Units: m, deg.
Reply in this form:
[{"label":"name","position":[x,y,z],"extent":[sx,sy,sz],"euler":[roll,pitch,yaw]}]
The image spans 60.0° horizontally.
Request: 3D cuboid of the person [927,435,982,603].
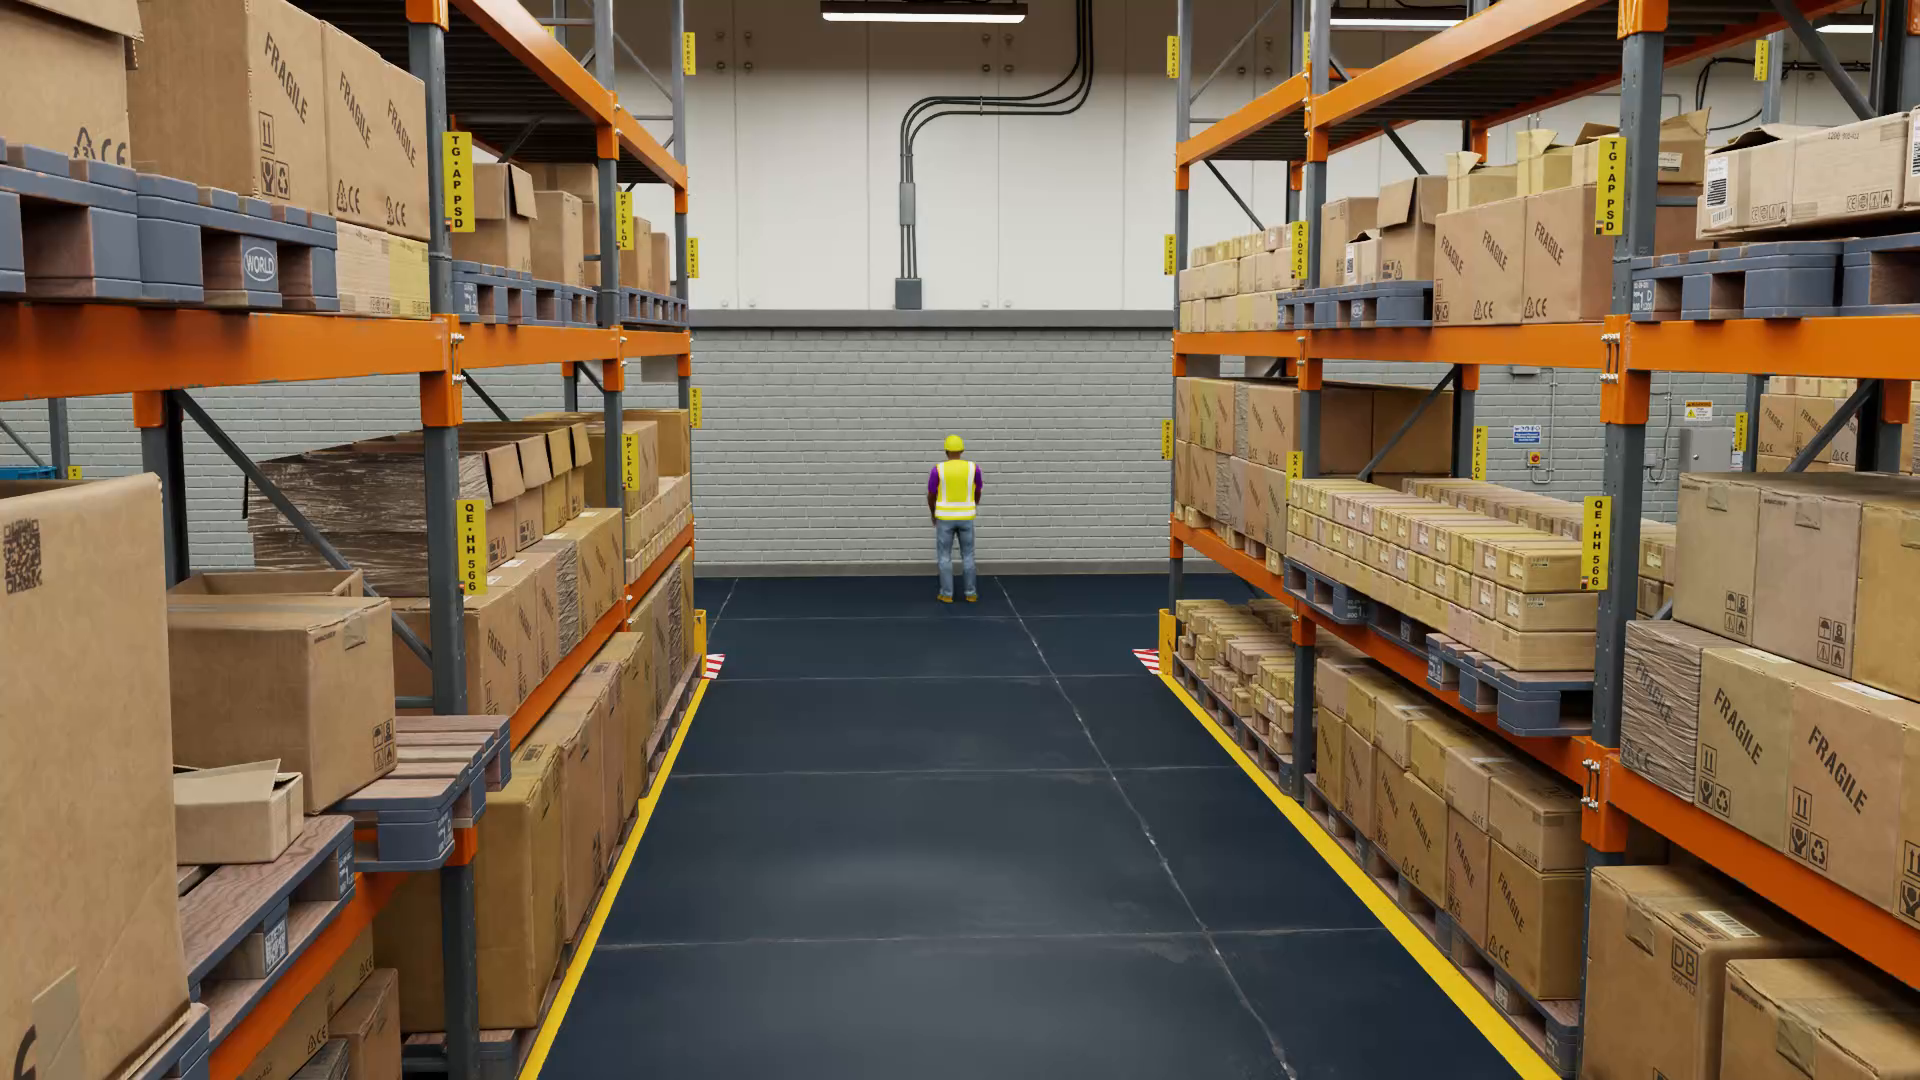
[{"label":"person","position":[-0.067,-0.231,17.557],"extent":[0.581,1.771,0.481],"euler":[-1,7,-9]}]
